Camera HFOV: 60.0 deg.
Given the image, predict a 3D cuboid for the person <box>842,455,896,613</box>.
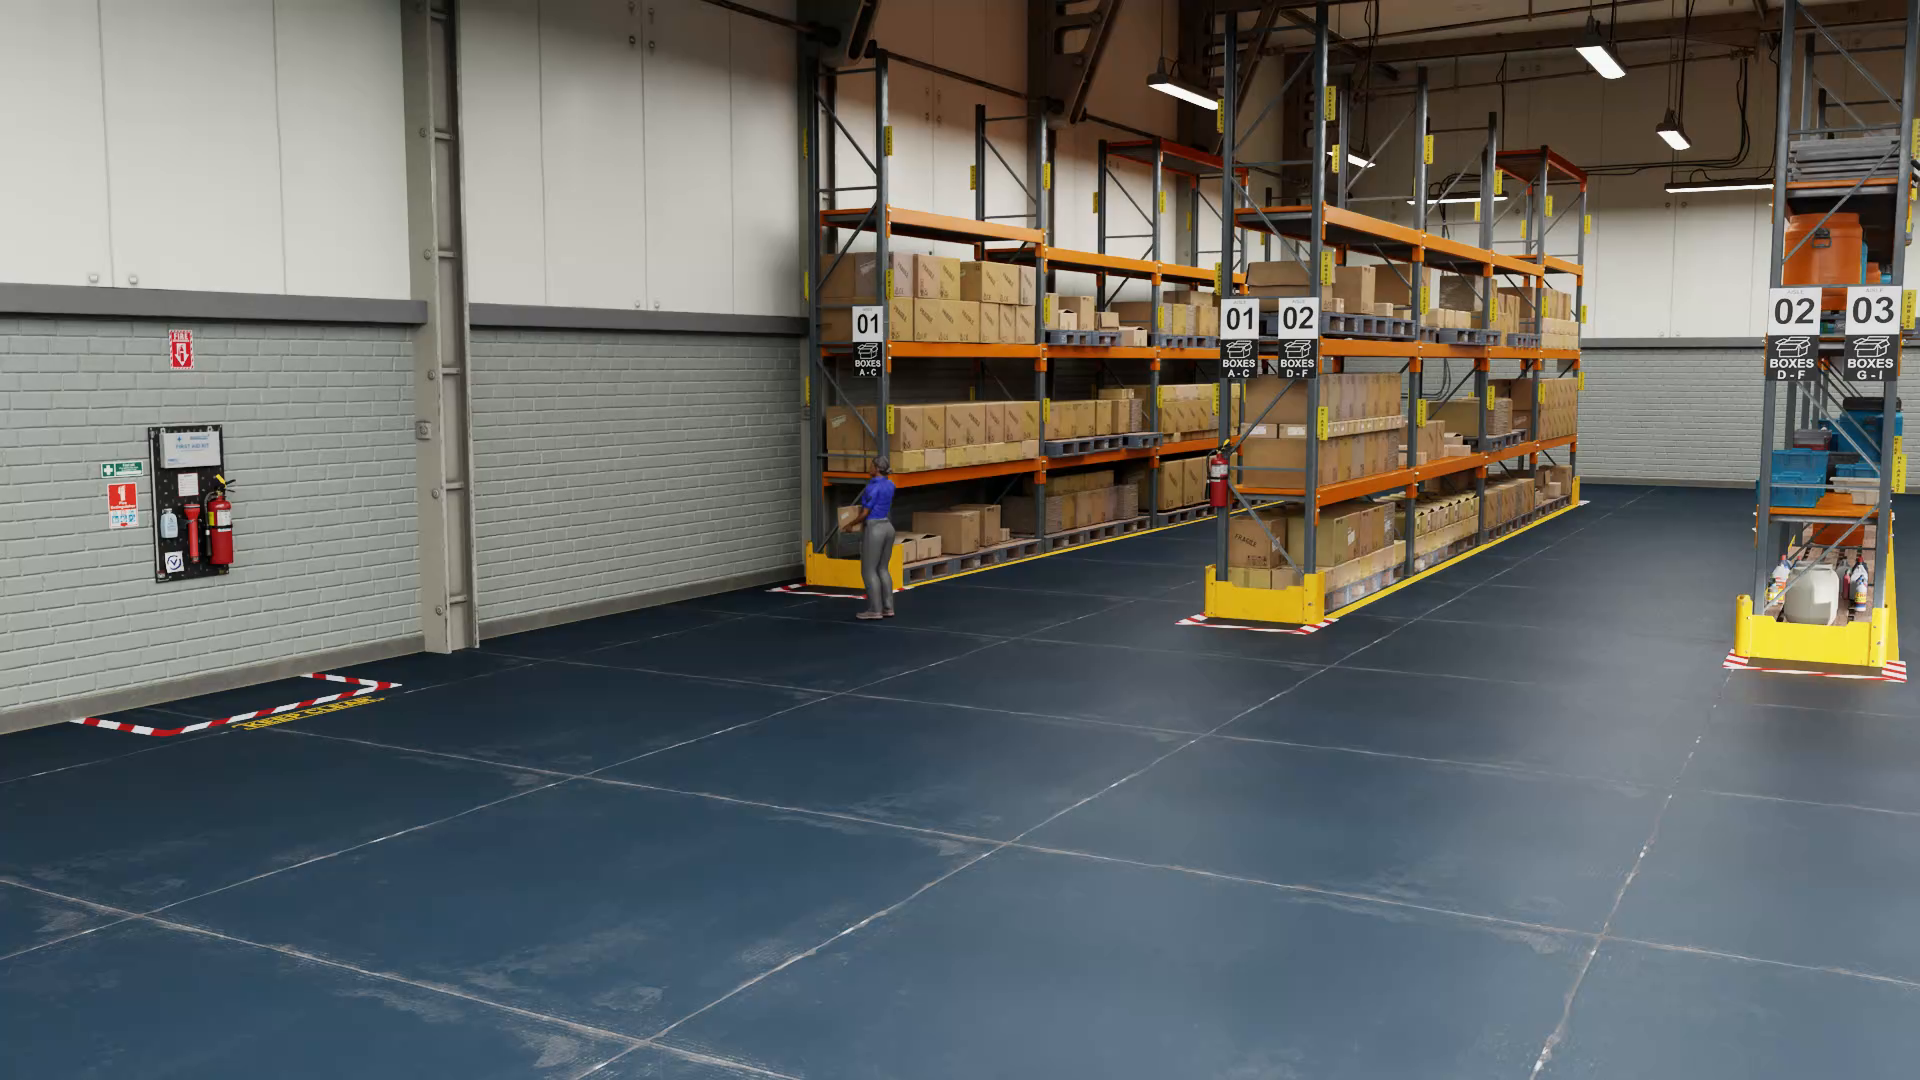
[{"bbox_3d":[-0.900,-0.073,16.784,0.517,1.575,0.444,3,7,30],"label":"person"}]
